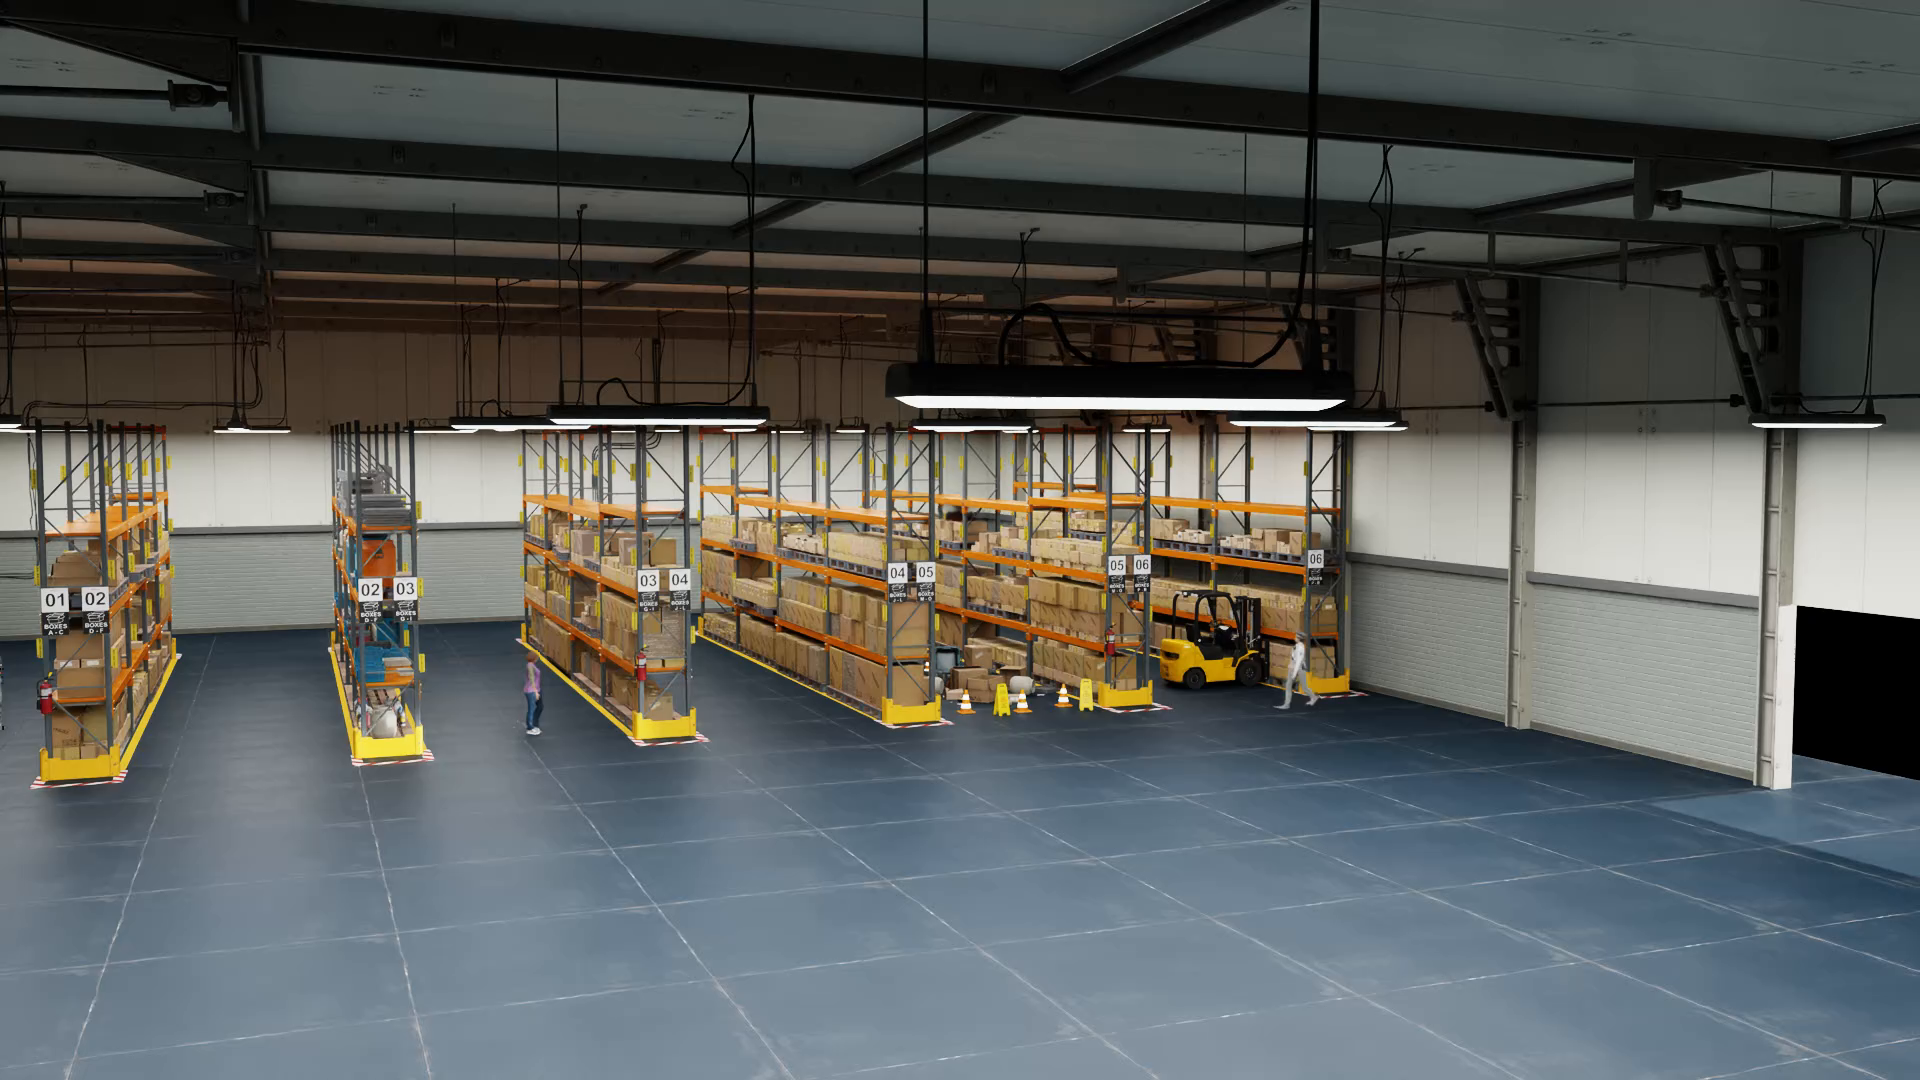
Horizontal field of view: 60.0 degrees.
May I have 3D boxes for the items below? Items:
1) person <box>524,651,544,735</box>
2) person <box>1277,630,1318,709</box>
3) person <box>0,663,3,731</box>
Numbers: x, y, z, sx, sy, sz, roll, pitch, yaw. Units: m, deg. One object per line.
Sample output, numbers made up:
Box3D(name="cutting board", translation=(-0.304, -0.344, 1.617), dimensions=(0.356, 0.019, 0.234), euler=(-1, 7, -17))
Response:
Box3D(name="person", translation=(-8.187, 2.964, 31.939), dimensions=(0.368, 1.605, 0.461), euler=(0, 4, 5))
Box3D(name="person", translation=(7.098, 2.717, 34.850), dimensions=(0.956, 1.647, 0.428), euler=(-3, 4, -37))
Box3D(name="person", translation=(-18.847, 2.834, 32.462), dimensions=(0.591, 1.825, 0.566), euler=(0, 4, 7))
